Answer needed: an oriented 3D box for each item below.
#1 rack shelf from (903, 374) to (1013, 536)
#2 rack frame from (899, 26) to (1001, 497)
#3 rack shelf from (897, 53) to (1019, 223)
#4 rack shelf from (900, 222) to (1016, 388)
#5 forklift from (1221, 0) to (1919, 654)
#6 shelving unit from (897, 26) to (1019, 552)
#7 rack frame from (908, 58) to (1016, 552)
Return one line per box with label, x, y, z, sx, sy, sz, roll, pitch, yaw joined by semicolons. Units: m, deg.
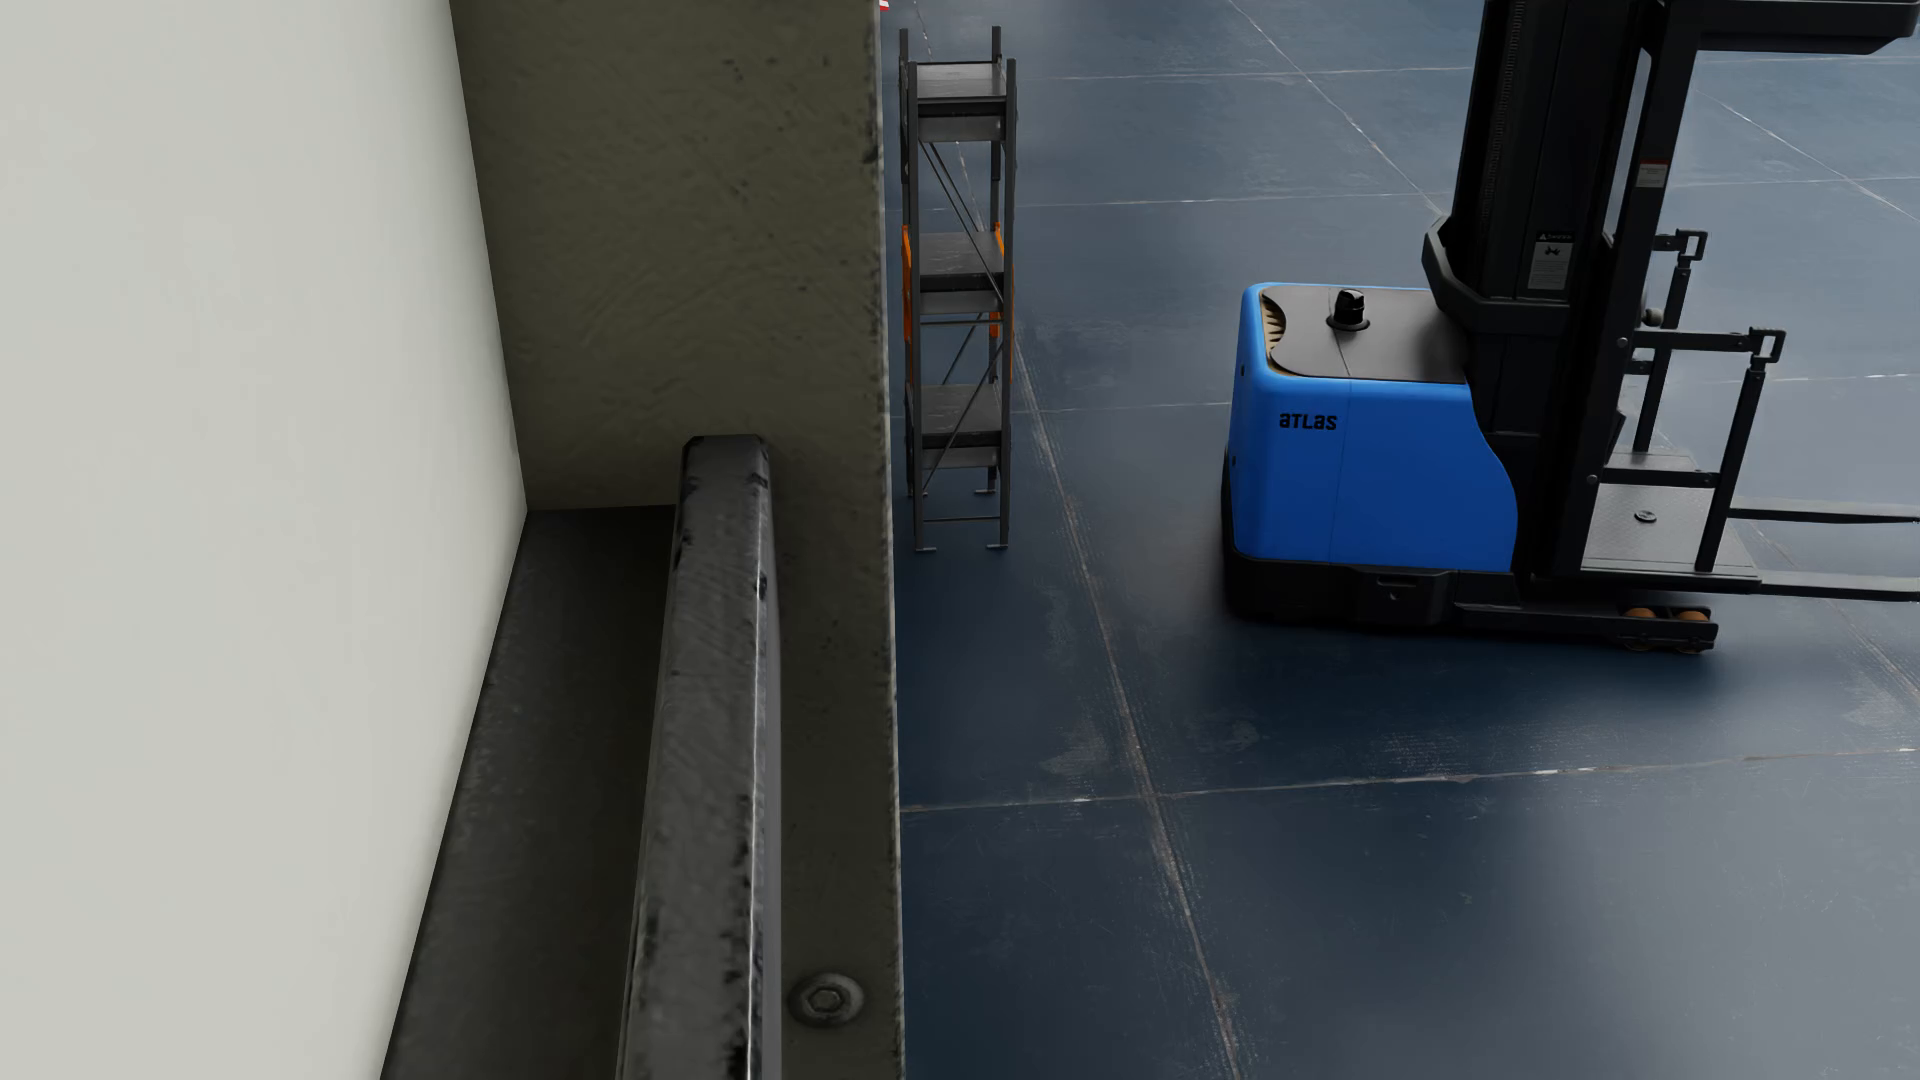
rack shelf;-0.015;-0.373;7.219;0.431;0.518;0.480;-3;31;-5
rack frame;-0.038;-1.111;7.062;0.400;2.100;0.015;-3;31;-5
rack shelf;-0.015;-1.575;6.501;0.431;0.518;0.480;-3;31;-5
rack shelf;-0.015;-0.974;6.860;0.431;0.518;0.480;-3;31;-5
forklift;2.629;-1.101;6.235;3.031;2.935;1.130;3;31;5
shelving unit;-0.015;-0.986;6.853;0.431;2.100;0.503;-3;31;-5
rack frame;0.007;-0.861;6.644;0.400;2.100;0.015;-3;31;-5
